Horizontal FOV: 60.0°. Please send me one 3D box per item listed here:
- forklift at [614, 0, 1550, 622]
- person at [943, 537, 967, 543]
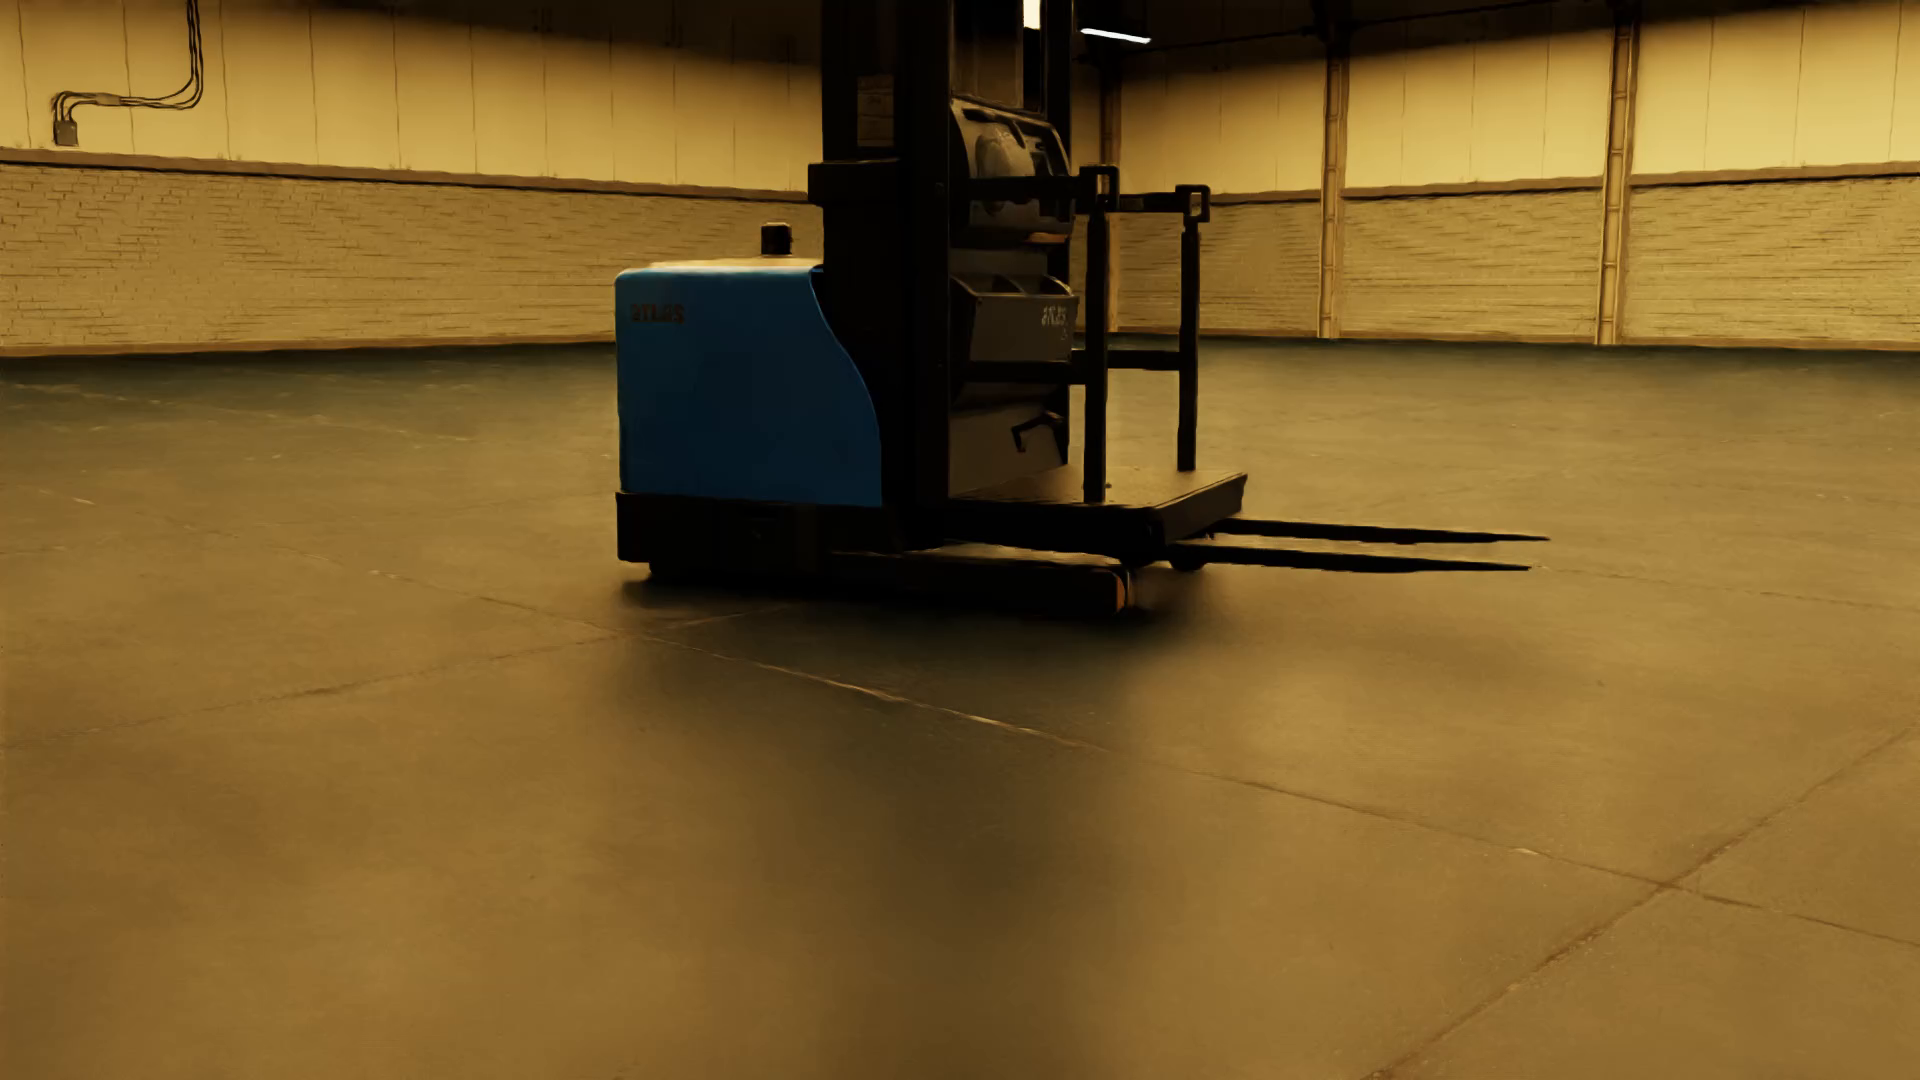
[{"bbox_3d":[0.367,-1.289,5.435,3.031,2.935,1.130,4,9,24],"label":"forklift"},{"bbox_3d":[-0.017,-0.836,6.607,0.336,1.691,0.472,8,12,43],"label":"person"}]
